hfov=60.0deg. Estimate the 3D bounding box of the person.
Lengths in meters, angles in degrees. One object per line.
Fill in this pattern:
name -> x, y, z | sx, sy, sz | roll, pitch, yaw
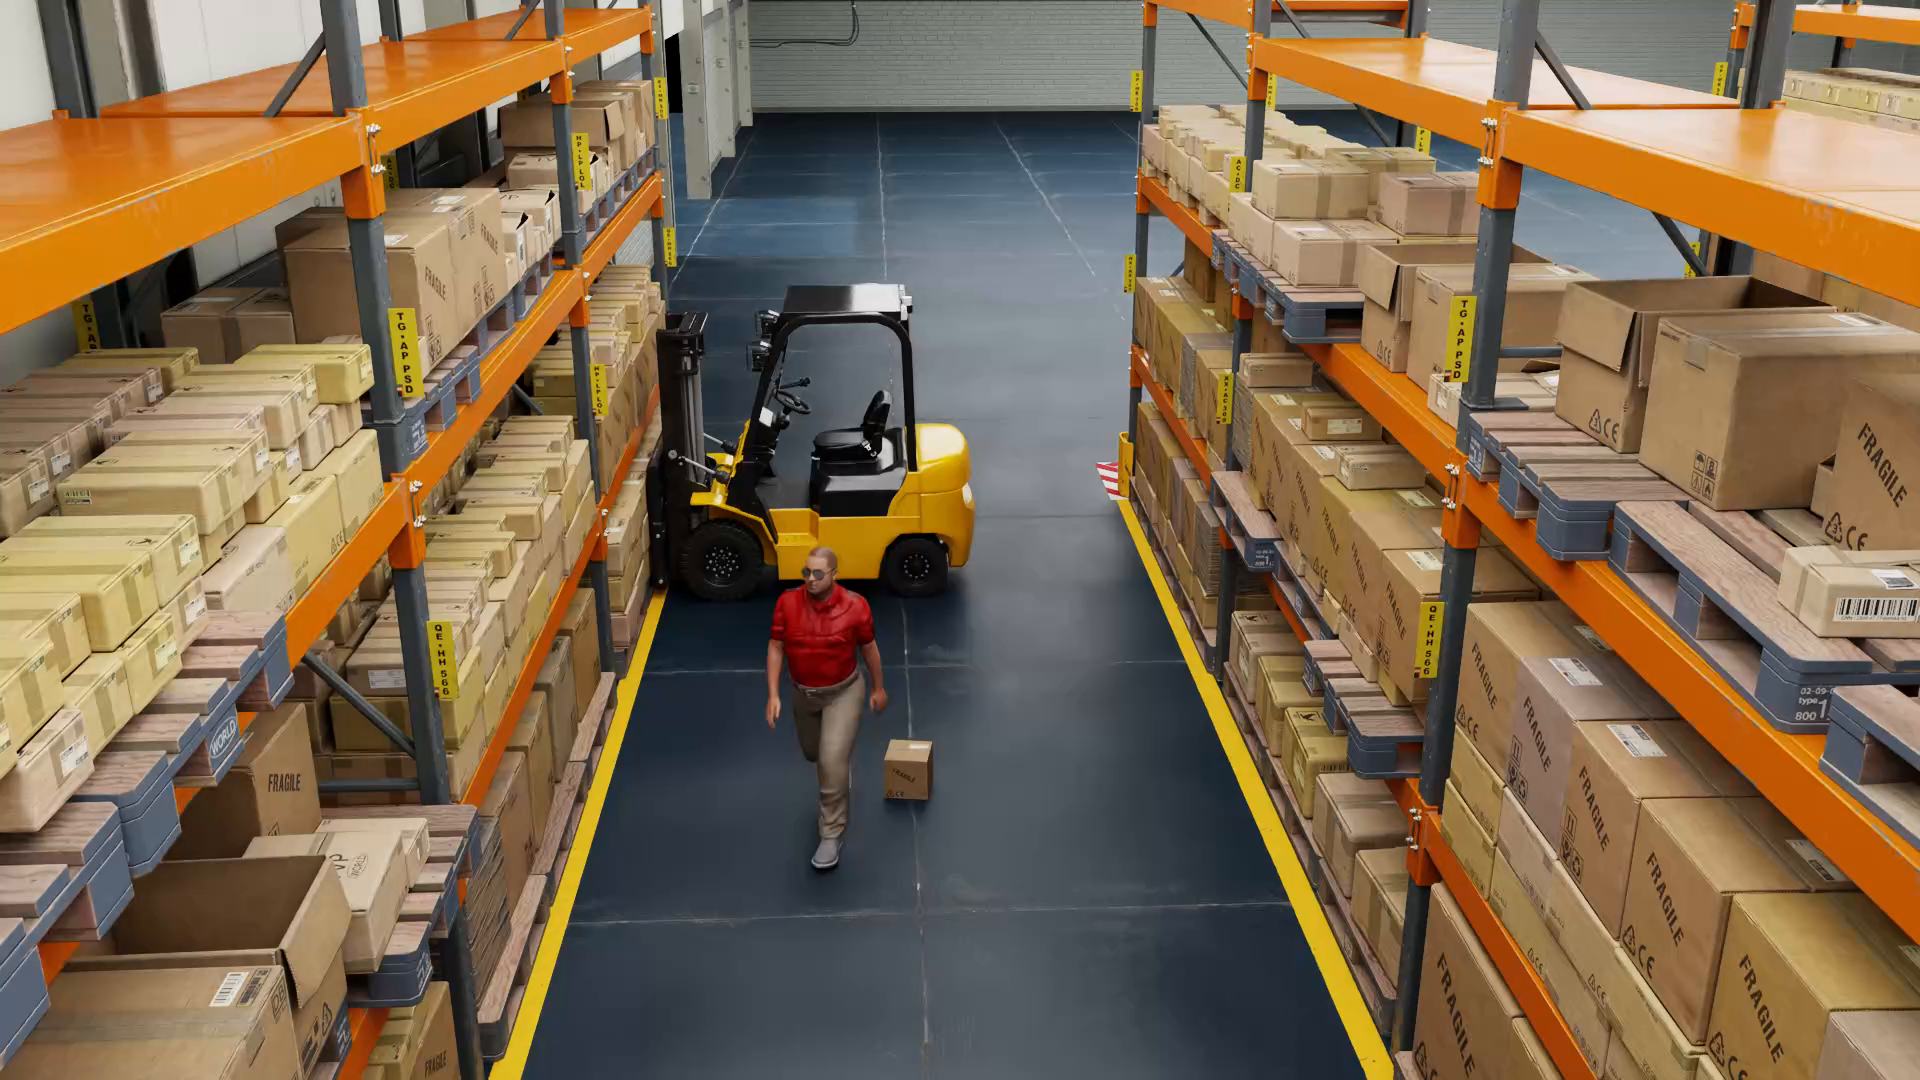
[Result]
person -> -0.715, 0.792, 8.981 | 0.585, 1.655, 1.053 | 5, 21, 14
